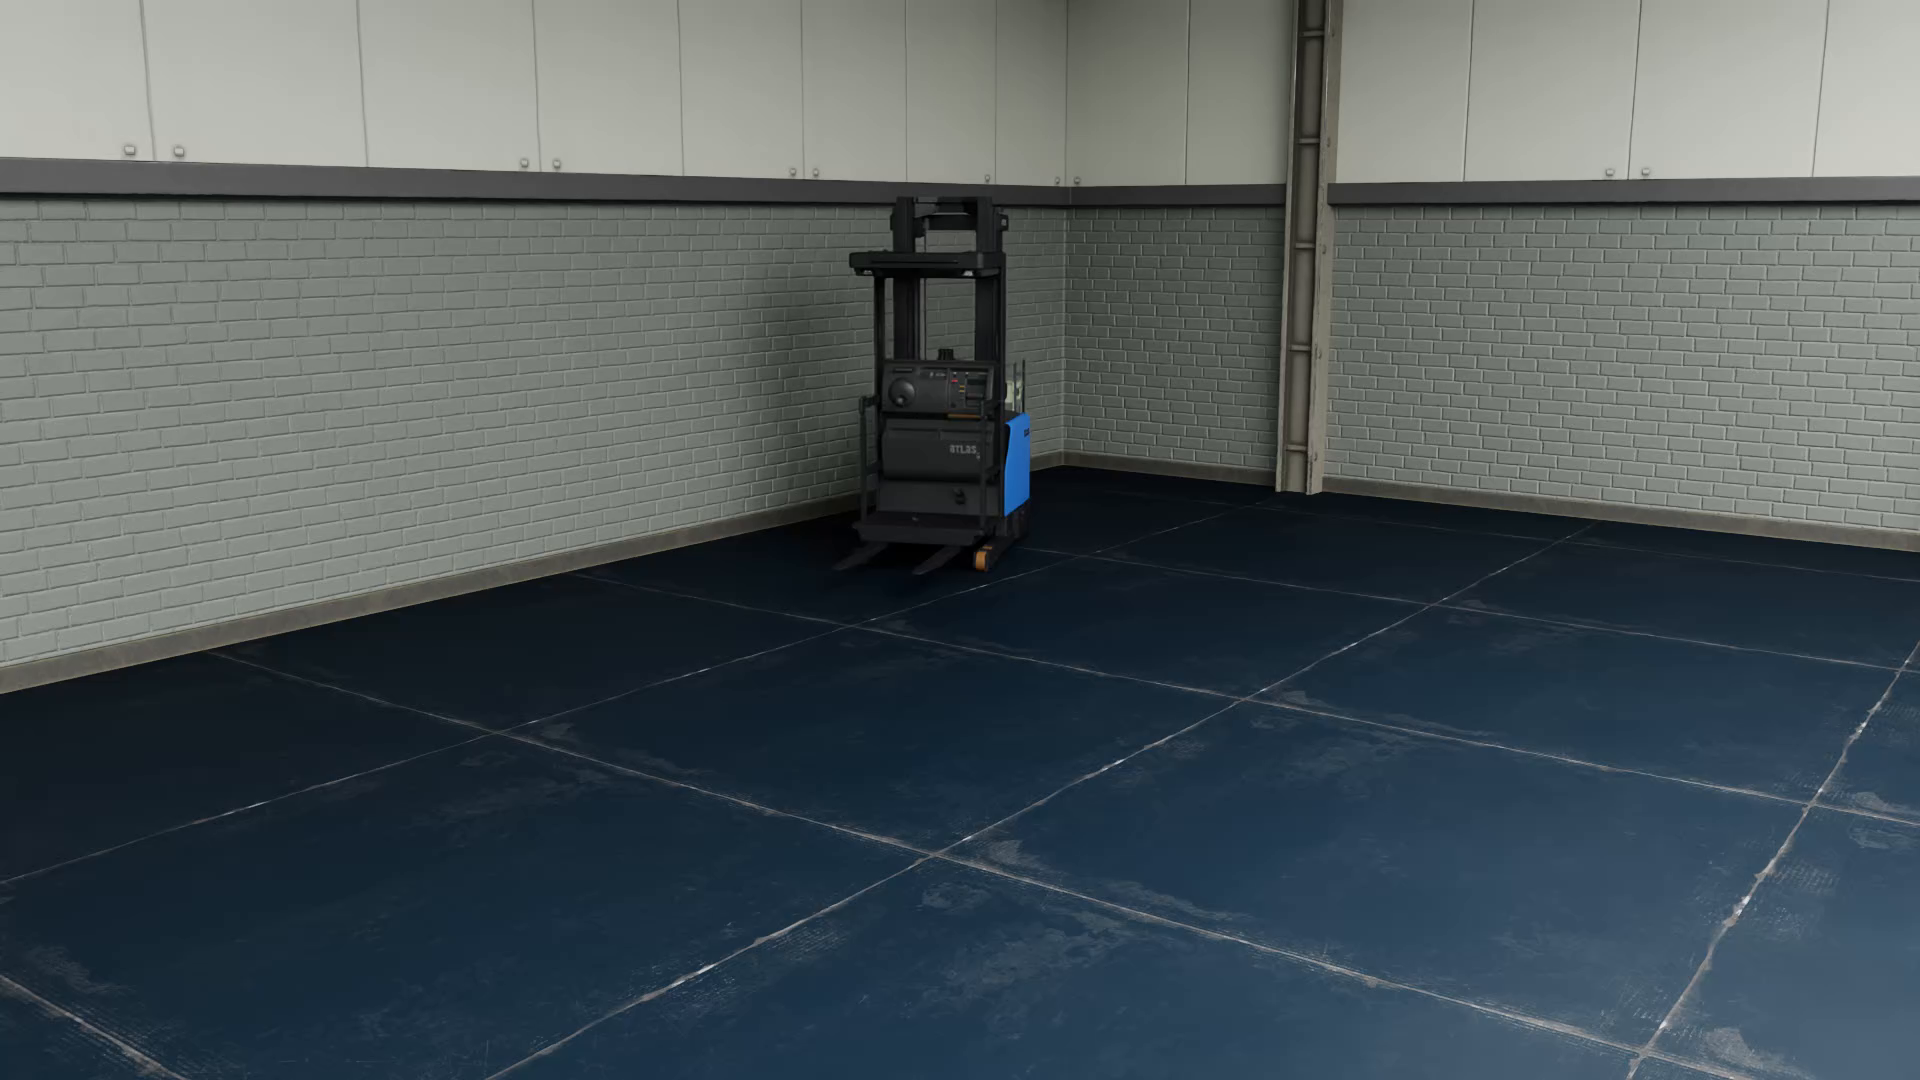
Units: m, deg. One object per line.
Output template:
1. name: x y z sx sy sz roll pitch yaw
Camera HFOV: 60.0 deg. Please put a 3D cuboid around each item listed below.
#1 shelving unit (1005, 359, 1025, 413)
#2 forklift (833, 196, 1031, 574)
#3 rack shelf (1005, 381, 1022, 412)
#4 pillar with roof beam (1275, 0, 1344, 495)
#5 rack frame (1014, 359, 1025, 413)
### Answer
1. shelving unit: 0.182 -0.892 15.193 0.755 1.500 0.431 3 11 14
2. forklift: -0.230 -1.270 13.376 1.130 2.935 3.031 3 11 14
3. rack shelf: 0.182 -1.275 15.119 0.720 0.370 0.431 3 11 14
4. pillar with roof beam: 0.947 -4.264 12.881 0.400 9.000 9.100 8 13 36
5. rack frame: 0.537 -0.875 15.103 0.023 1.500 0.400 3 11 14
